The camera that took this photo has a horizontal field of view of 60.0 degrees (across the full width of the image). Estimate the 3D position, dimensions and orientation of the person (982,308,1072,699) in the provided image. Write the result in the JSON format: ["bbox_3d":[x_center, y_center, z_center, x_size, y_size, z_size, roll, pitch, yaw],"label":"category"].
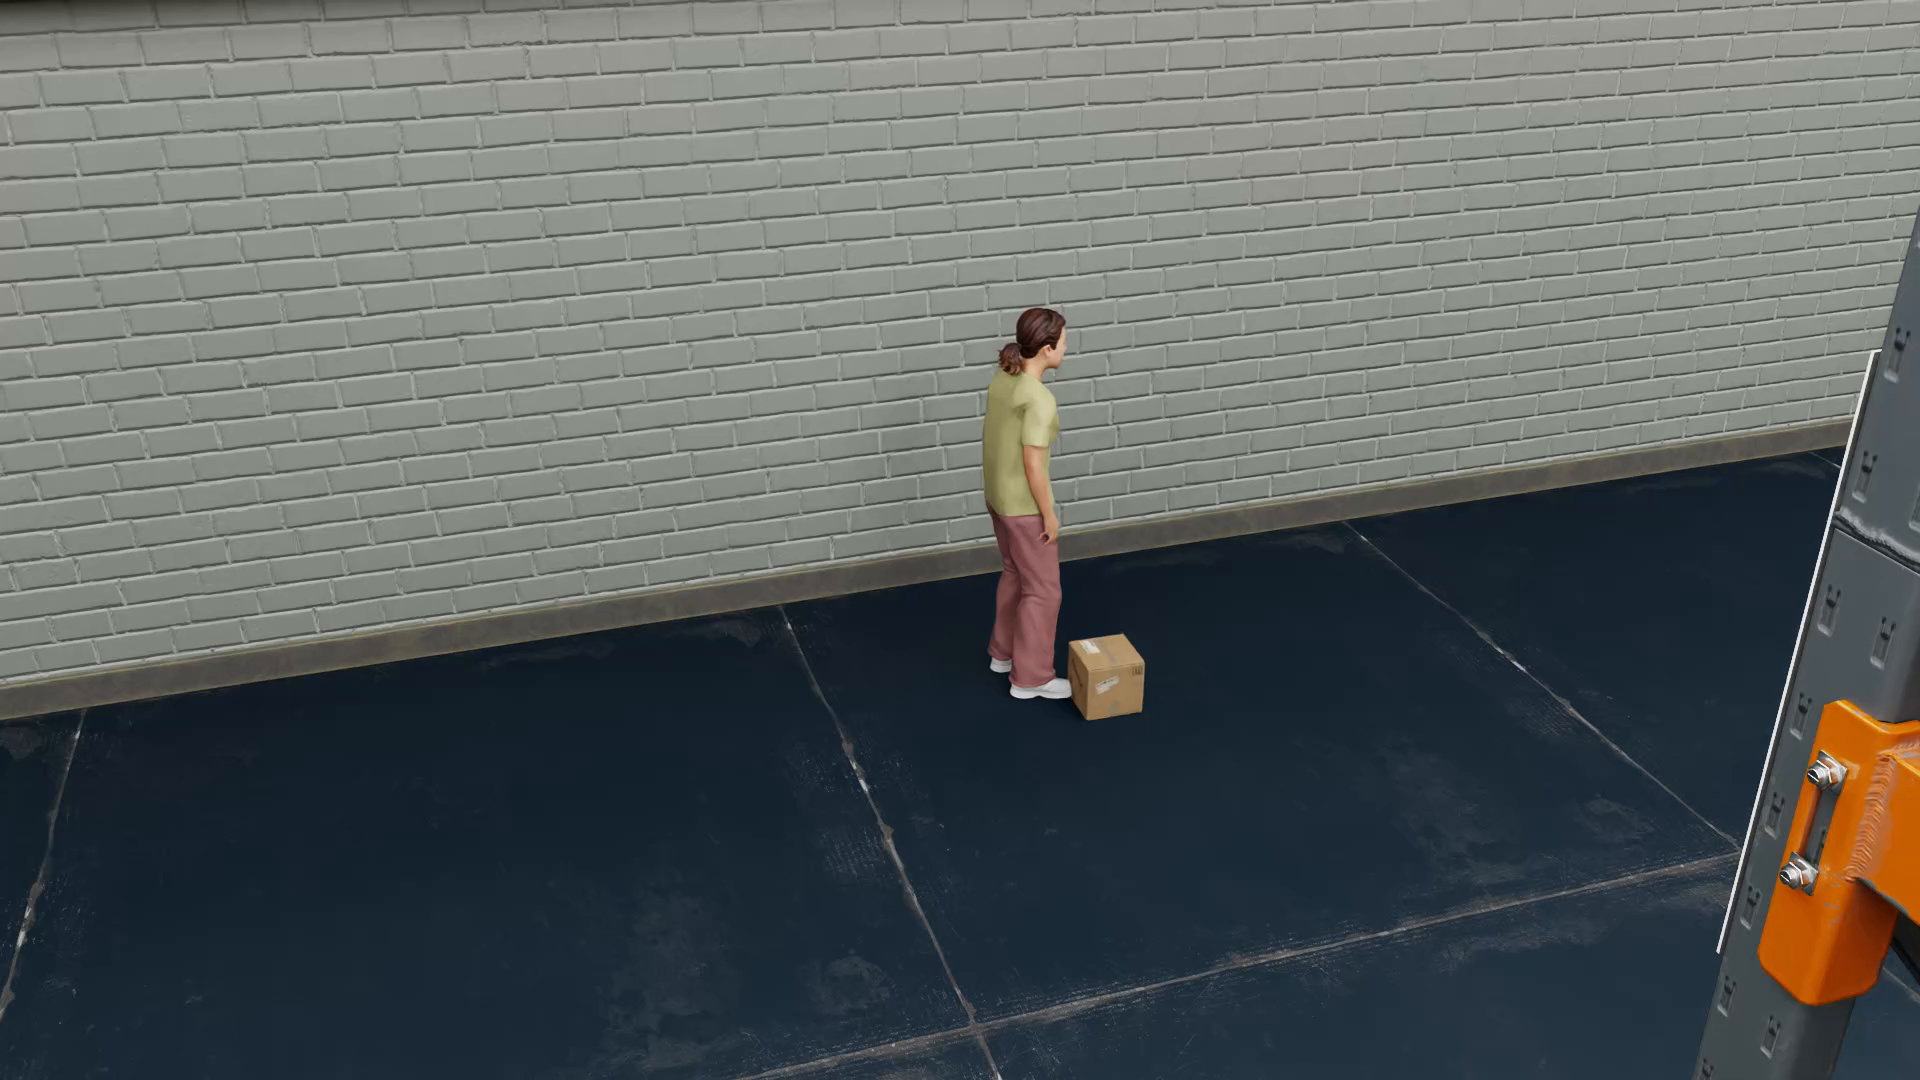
[{"bbox_3d":[0.283,-0.154,6.925,0.360,1.672,0.499,-9,28,-18],"label":"person"}]
